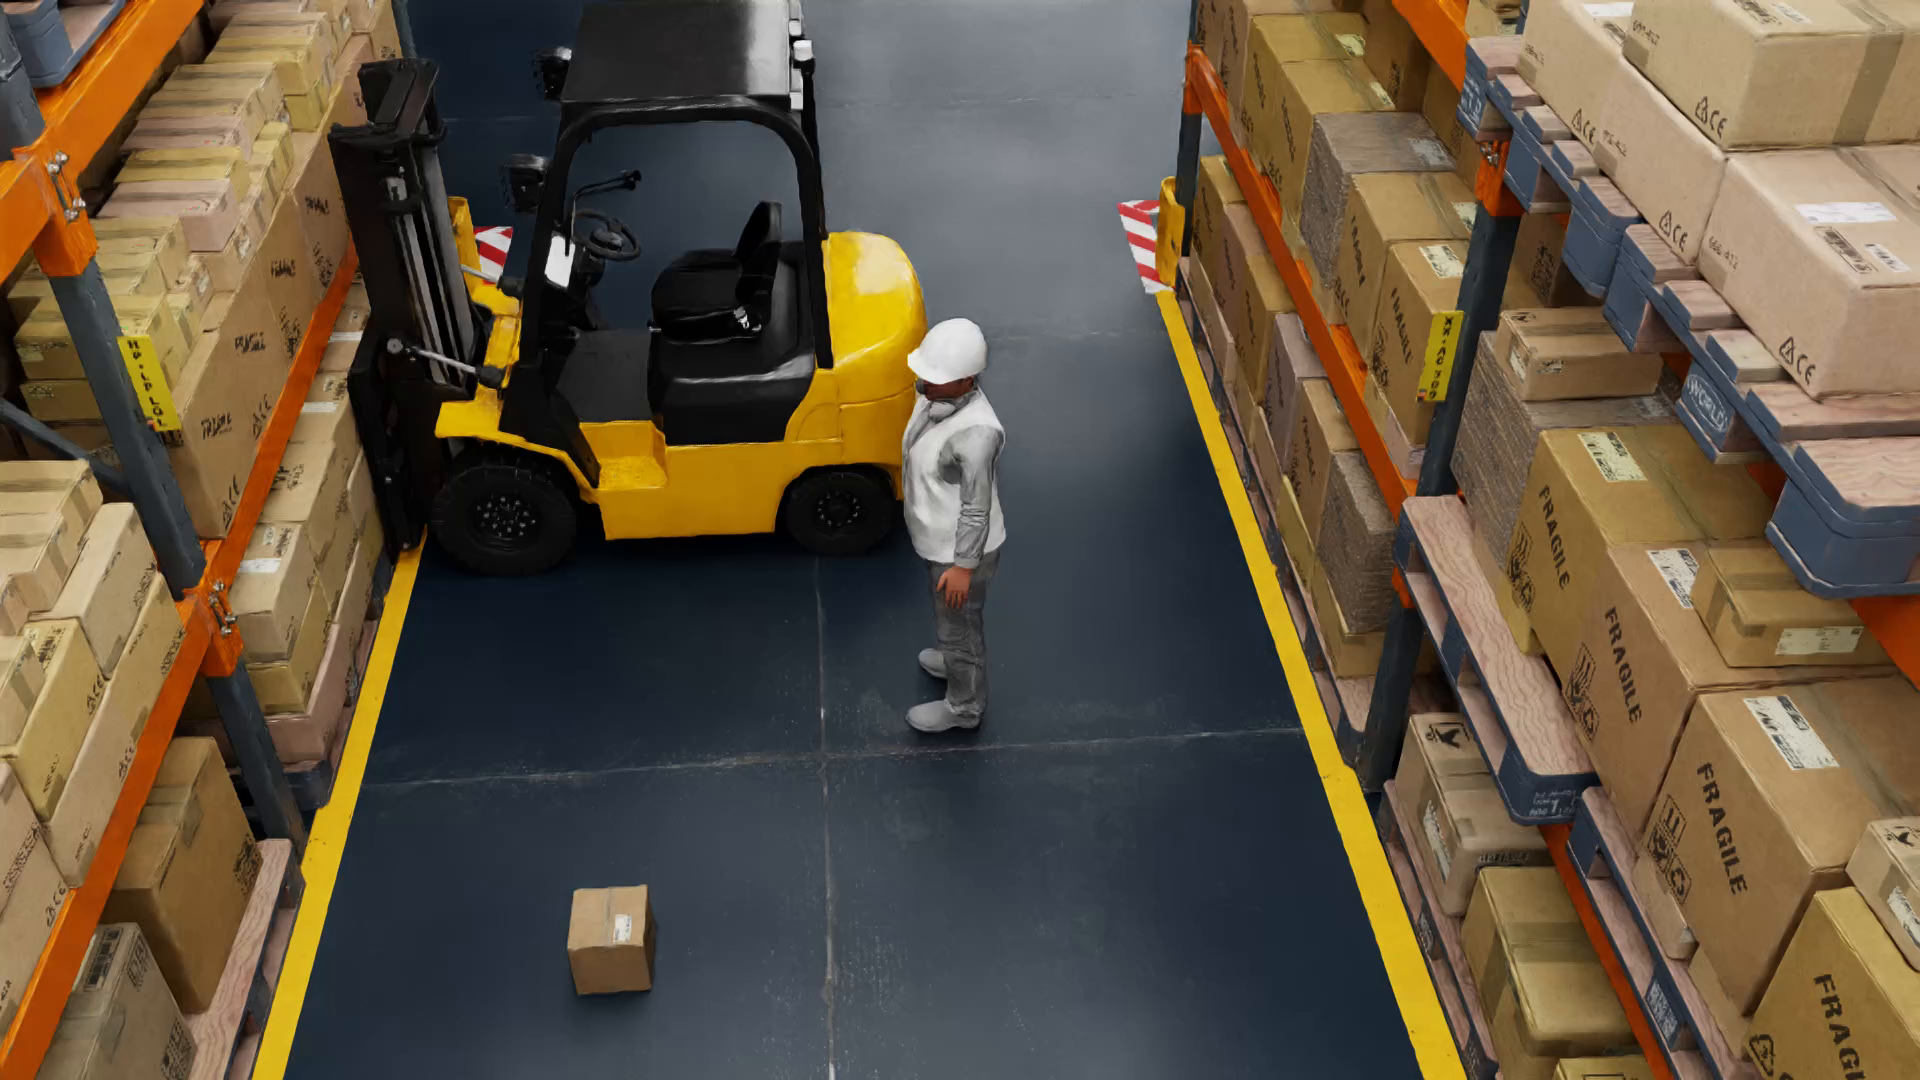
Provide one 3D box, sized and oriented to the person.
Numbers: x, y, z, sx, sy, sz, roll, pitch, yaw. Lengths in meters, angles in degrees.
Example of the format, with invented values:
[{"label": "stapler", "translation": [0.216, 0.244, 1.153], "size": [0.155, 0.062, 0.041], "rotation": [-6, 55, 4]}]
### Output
[{"label": "person", "translation": [-0.048, -0.037, 6.138], "size": [0.378, 1.784, 0.591], "rotation": [-7, 39, -9]}]
